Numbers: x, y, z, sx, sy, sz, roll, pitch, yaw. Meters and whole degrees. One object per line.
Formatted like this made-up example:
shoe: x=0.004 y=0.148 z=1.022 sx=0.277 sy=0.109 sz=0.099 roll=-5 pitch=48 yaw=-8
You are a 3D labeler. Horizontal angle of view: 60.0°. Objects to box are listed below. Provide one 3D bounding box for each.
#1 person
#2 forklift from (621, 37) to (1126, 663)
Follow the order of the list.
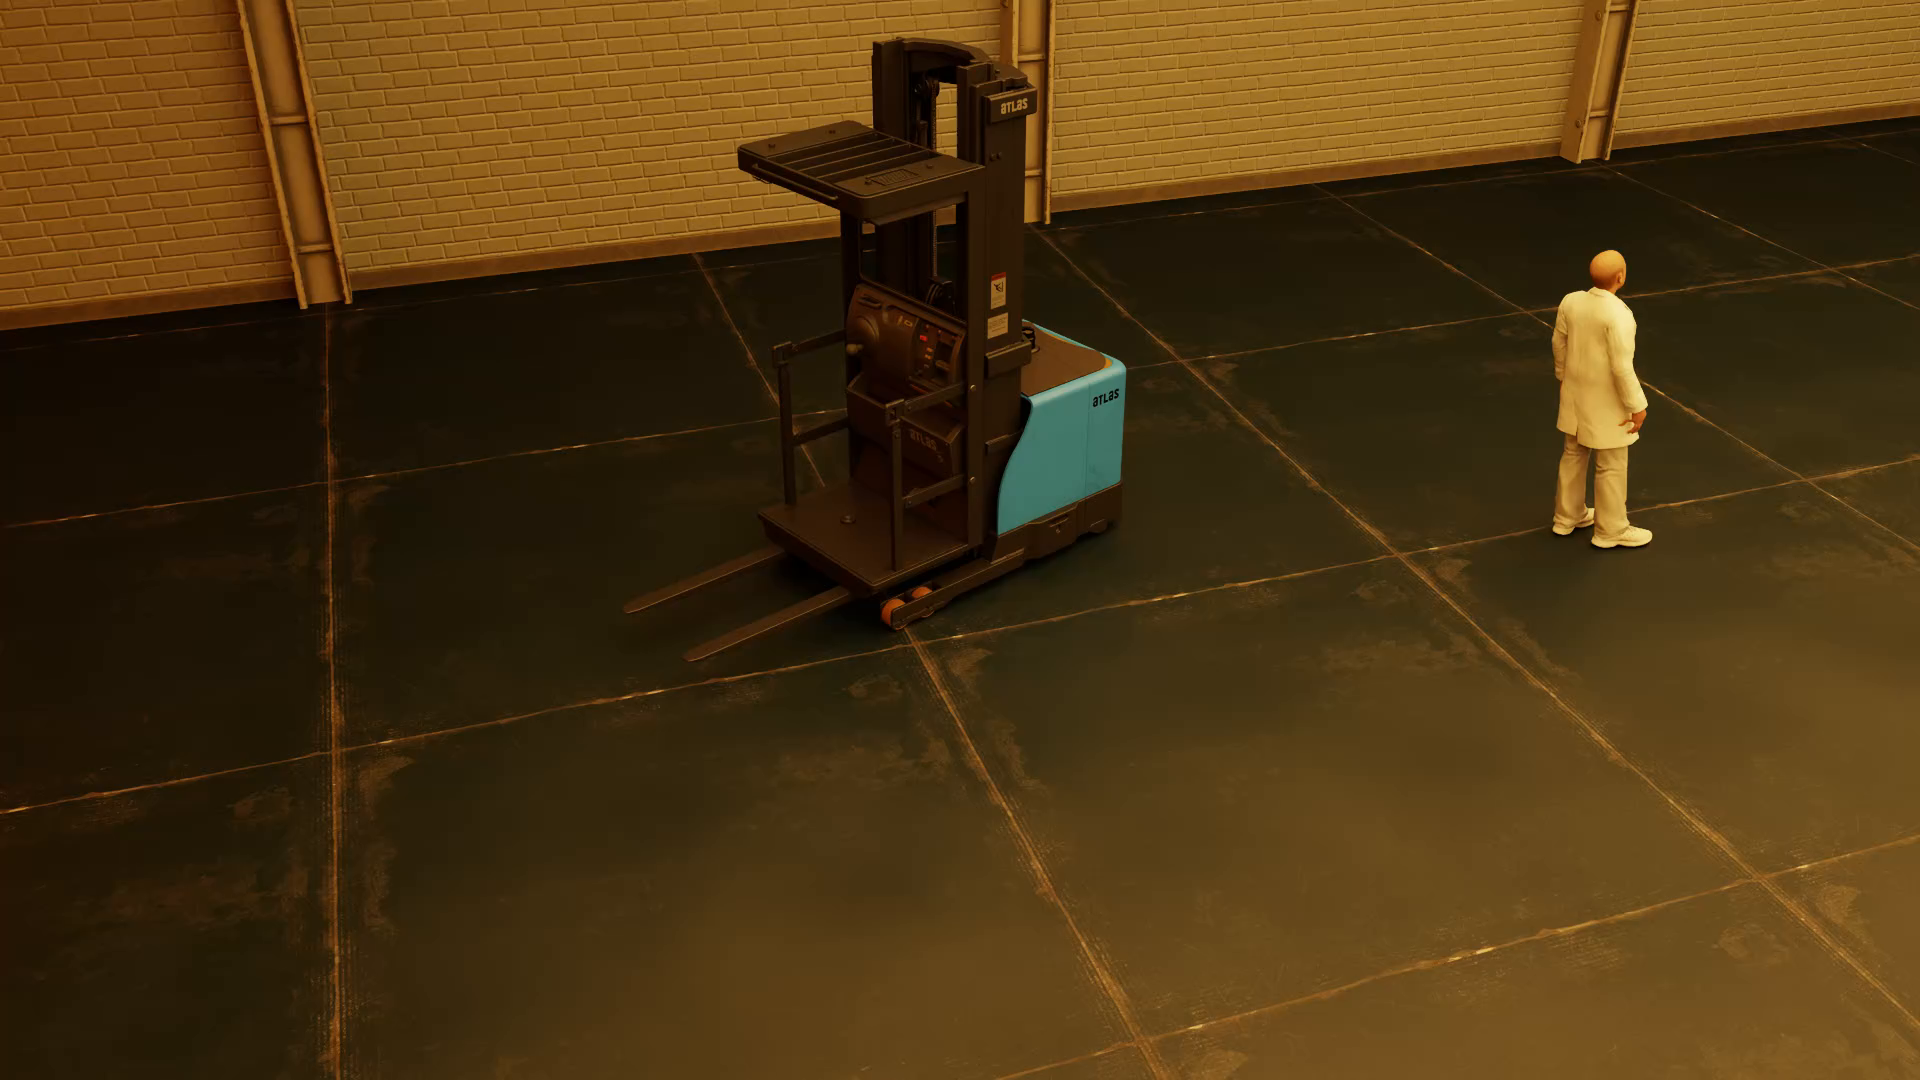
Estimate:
person: x=3.775 y=-0.842 z=9.692 sx=0.579 sy=1.778 sz=0.698 roll=-12 pitch=32 yaw=-20
forklift: x=-0.461 y=-1.072 z=8.951 sx=3.031 sy=2.935 sz=1.130 roll=-23 pitch=37 yaw=-34
